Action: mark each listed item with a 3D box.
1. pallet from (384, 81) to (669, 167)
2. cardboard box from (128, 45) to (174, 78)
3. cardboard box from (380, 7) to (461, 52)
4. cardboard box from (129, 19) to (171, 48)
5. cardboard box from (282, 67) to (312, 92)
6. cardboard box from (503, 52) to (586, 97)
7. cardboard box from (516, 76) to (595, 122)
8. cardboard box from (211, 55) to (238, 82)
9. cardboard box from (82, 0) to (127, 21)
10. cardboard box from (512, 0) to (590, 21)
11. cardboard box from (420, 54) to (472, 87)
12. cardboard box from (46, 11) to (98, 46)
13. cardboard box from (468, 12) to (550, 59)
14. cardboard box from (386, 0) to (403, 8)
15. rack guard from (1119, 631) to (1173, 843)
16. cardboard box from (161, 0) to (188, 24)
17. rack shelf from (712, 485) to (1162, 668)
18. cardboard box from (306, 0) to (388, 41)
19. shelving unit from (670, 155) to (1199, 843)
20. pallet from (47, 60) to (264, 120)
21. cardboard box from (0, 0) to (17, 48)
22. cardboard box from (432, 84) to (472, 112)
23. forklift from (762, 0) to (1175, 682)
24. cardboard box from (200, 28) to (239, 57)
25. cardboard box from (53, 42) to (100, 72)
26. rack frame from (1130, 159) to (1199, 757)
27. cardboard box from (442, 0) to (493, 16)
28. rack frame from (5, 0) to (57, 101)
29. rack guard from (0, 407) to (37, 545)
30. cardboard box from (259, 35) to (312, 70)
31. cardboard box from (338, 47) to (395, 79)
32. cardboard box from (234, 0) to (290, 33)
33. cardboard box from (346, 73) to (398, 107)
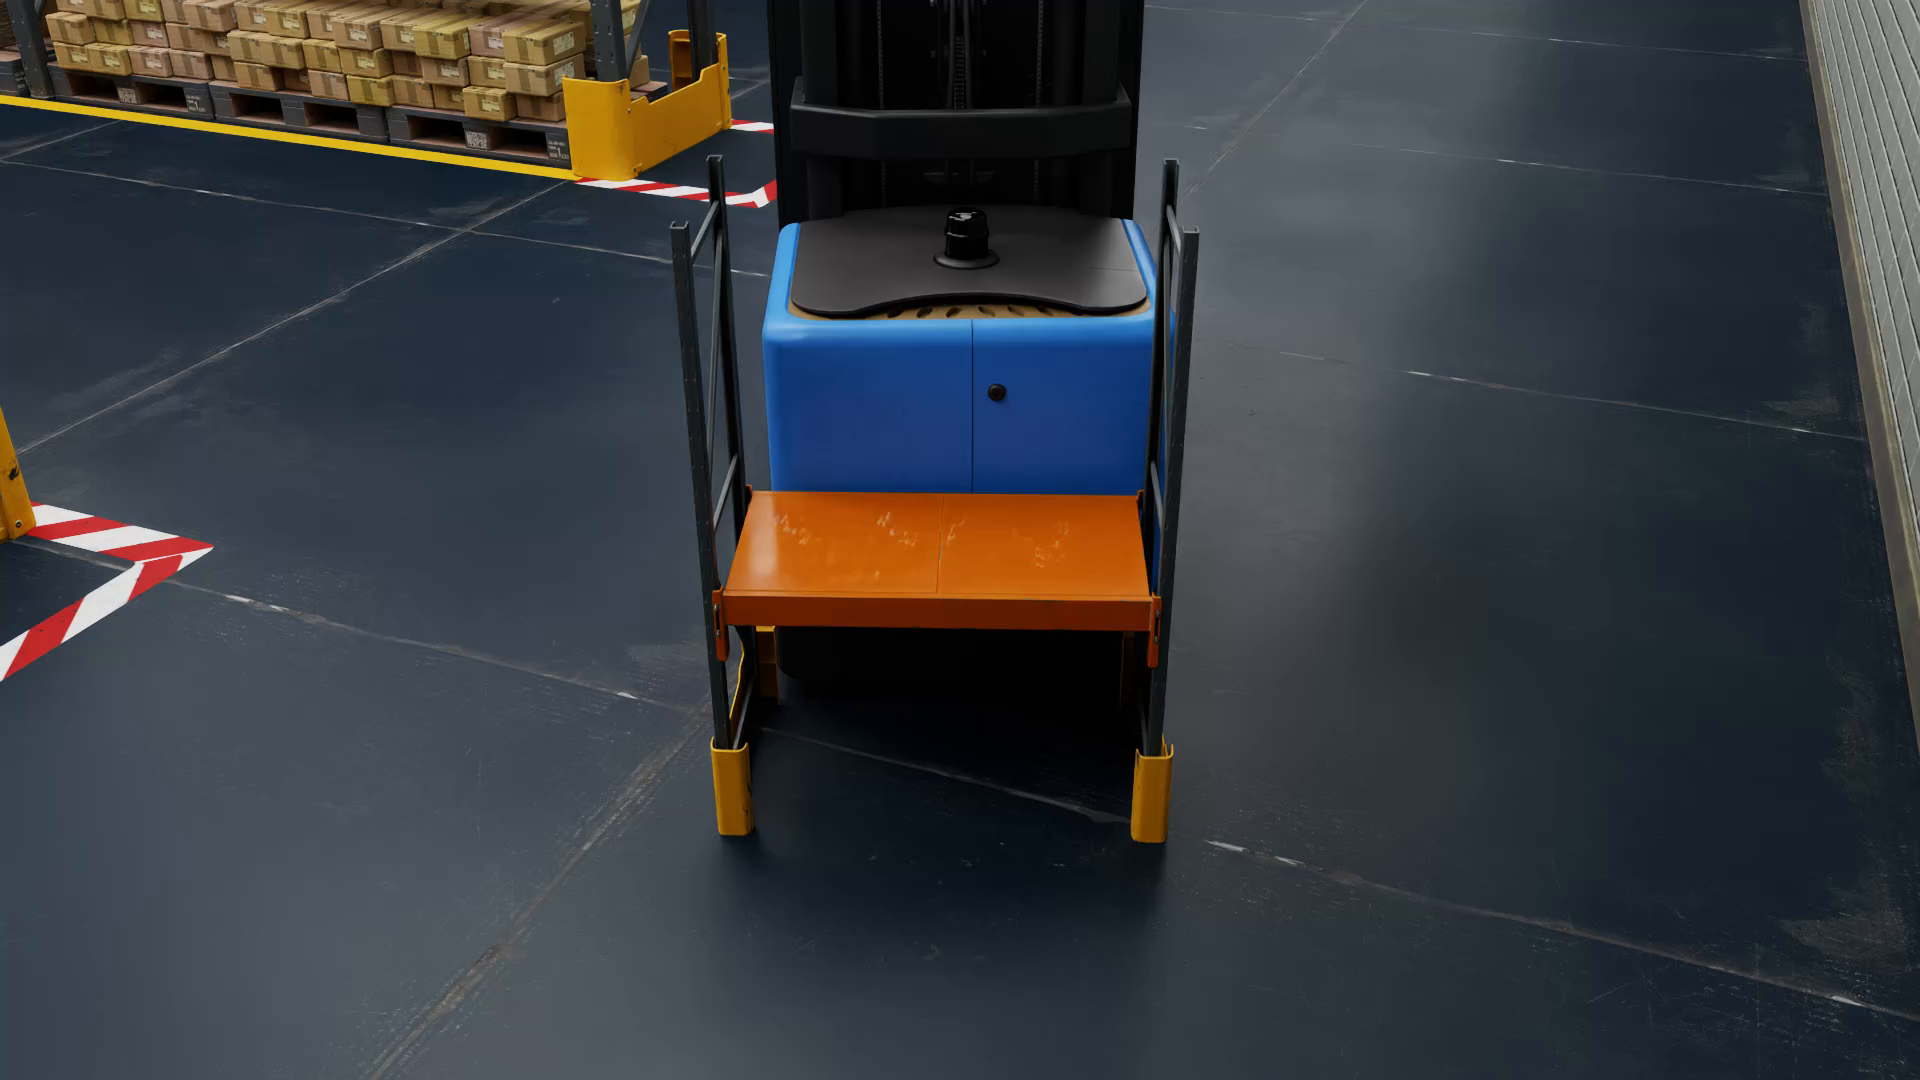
[{"bbox_3d":[-2.385,-2.376,9.238,1.213,0.211,1.003,11,31,19],"label":"pallet"},{"bbox_3d":[-4.568,-2.805,9.635,0.250,0.149,0.380,11,31,19],"label":"cardboard box"},{"bbox_3d":[-2.876,-2.732,8.900,0.250,0.149,0.380,10,31,17],"label":"cardboard box"},{"bbox_3d":[-4.558,-2.973,9.629,0.250,0.149,0.380,11,31,19],"label":"cardboard box"},{"bbox_3d":[-3.575,-2.642,9.346,0.250,0.149,0.380,12,32,21],"label":"cardboard box"},{"bbox_3d":[-2.171,-2.448,8.700,0.250,0.149,0.380,10,31,18],"label":"cardboard box"},{"bbox_3d":[-2.141,-2.353,8.835,0.250,0.149,0.380,12,32,20],"label":"cardboard box"},{"bbox_3d":[-4.052,-2.747,9.533,0.250,0.149,0.380,10,31,17],"label":"cardboard box"},{"bbox_3d":[-4.807,-3.114,9.576,0.250,0.149,0.380,13,32,22],"label":"cardboard box"},{"bbox_3d":[-2.233,-2.858,9.123,0.250,0.149,0.380,12,32,20],"label":"cardboard box"},{"bbox_3d":[-2.654,-2.543,8.869,0.250,0.149,0.380,10,31,17],"label":"cardboard box"},{"bbox_3d":[-5.066,-3.007,9.690,0.250,0.149,0.380,13,32,21],"label":"cardboard box"},{"bbox_3d":[-2.372,-2.665,8.782,0.250,0.149,0.380,12,32,20],"label":"cardboard box"},{"bbox_3d":[-3.160,-3.096,9.545,0.250,0.149,0.380,12,32,20],"label":"cardboard box"},{"bbox_3d":[0.461,0.470,4.164,0.087,0.250,0.587,1,29,1],"label":"rack guard"},{"bbox_3d":[-4.304,-3.051,9.466,0.250,0.149,0.380,10,31,18],"label":"cardboard box"},{"bbox_3d":[-0.046,0.076,3.957,1.000,0.185,0.538,1,29,1],"label":"rack shelf"},{"bbox_3d":[-3.348,-2.855,9.119,0.250,0.149,0.380,10,31,17],"label":"cardboard box"},{"bbox_3d":[-0.037,-0.081,3.868,1.083,1.500,0.587,1,29,1],"label":"shelving unit"},{"bbox_3d":[-4.646,-2.827,10.037,1.213,0.211,1.003,11,31,19],"label":"pallet"},{"bbox_3d":[-6.062,-3.266,10.093,0.500,0.500,0.500,11,31,18],"label":"cardboard box"},{"bbox_3d":[-2.630,-2.443,8.993,0.250,0.149,0.380,11,31,19],"label":"cardboard box"},{"bbox_3d":[-0.022,-1.586,5.077,1.130,2.935,3.031,-1,29,-2],"label":"forklift"},{"bbox_3d":[-4.063,-2.860,9.429,0.250,0.149,0.380,13,32,21],"label":"cardboard box"},{"bbox_3d":[-5.065,-2.877,9.762,0.250,0.149,0.380,10,31,17],"label":"cardboard box"},{"bbox_3d":[0.462,-0.074,3.857,0.032,1.500,0.500,1,29,1],"label":"rack frame"},{"bbox_3d":[-2.680,-2.971,9.324,0.250,0.149,0.380,10,31,17],"label":"cardboard box"},{"bbox_3d":[-5.281,-4.149,9.542,0.127,3.000,1.000,11,31,19],"label":"rack frame"},{"bbox_3d":[-3.320,-0.041,4.814,0.348,0.500,1.175,11,31,19],"label":"rack guard"},{"bbox_3d":[-3.634,-2.727,9.195,0.250,0.149,0.380,12,31,20],"label":"cardboard box"},{"bbox_3d":[-3.138,-2.633,9.028,0.250,0.149,0.380,12,32,20],"label":"cardboard box"},{"bbox_3d":[-3.815,-2.954,9.294,0.250,0.149,0.380,10,31,17],"label":"cardboard box"},{"bbox_3d":[-3.124,-2.501,9.097,0.250,0.149,0.380,10,31,17],"label":"cardboard box"}]
